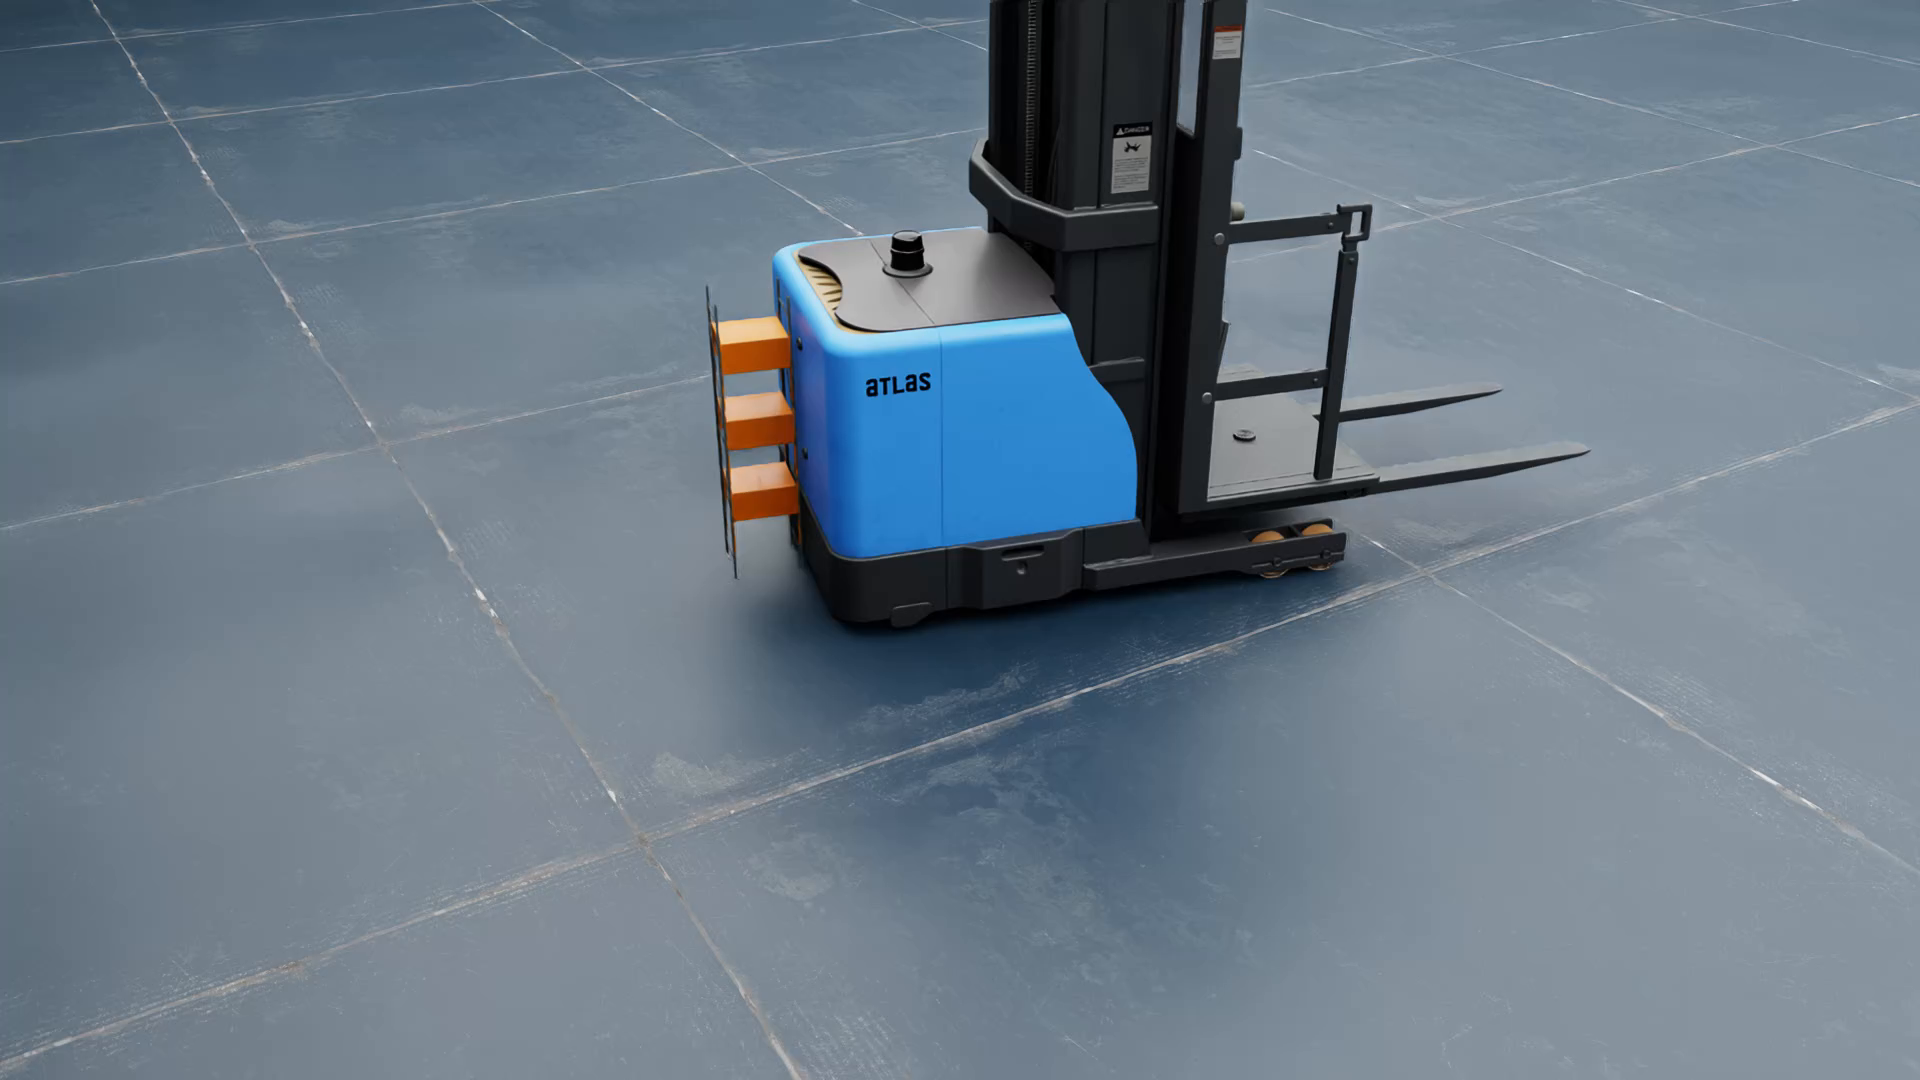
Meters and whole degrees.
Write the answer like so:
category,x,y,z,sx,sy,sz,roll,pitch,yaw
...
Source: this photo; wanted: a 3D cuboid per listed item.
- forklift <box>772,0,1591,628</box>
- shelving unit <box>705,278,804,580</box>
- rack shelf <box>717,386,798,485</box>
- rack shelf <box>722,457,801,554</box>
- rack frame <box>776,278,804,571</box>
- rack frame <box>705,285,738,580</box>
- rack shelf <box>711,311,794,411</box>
category,x,y,z,sx,sy,sz,roll,pitch,yaw
forklift,0.893,-1.381,5.719,3.031,2.935,1.130,-8,30,-14
shelving unit,-0.716,-0.378,5.849,0.252,1.050,0.215,-8,30,-14
rack shelf,-0.716,-0.369,5.854,0.240,0.259,0.215,-8,30,-14
rack shelf,-0.716,-0.126,5.989,0.240,0.259,0.215,-8,30,-14
rack frame,-0.599,-0.395,5.880,0.008,1.050,0.200,-8,30,-14
rack frame,-0.833,-0.362,5.819,0.008,1.050,0.200,-8,30,-14
rack shelf,-0.716,-0.618,5.717,0.240,0.259,0.215,-8,30,-14
